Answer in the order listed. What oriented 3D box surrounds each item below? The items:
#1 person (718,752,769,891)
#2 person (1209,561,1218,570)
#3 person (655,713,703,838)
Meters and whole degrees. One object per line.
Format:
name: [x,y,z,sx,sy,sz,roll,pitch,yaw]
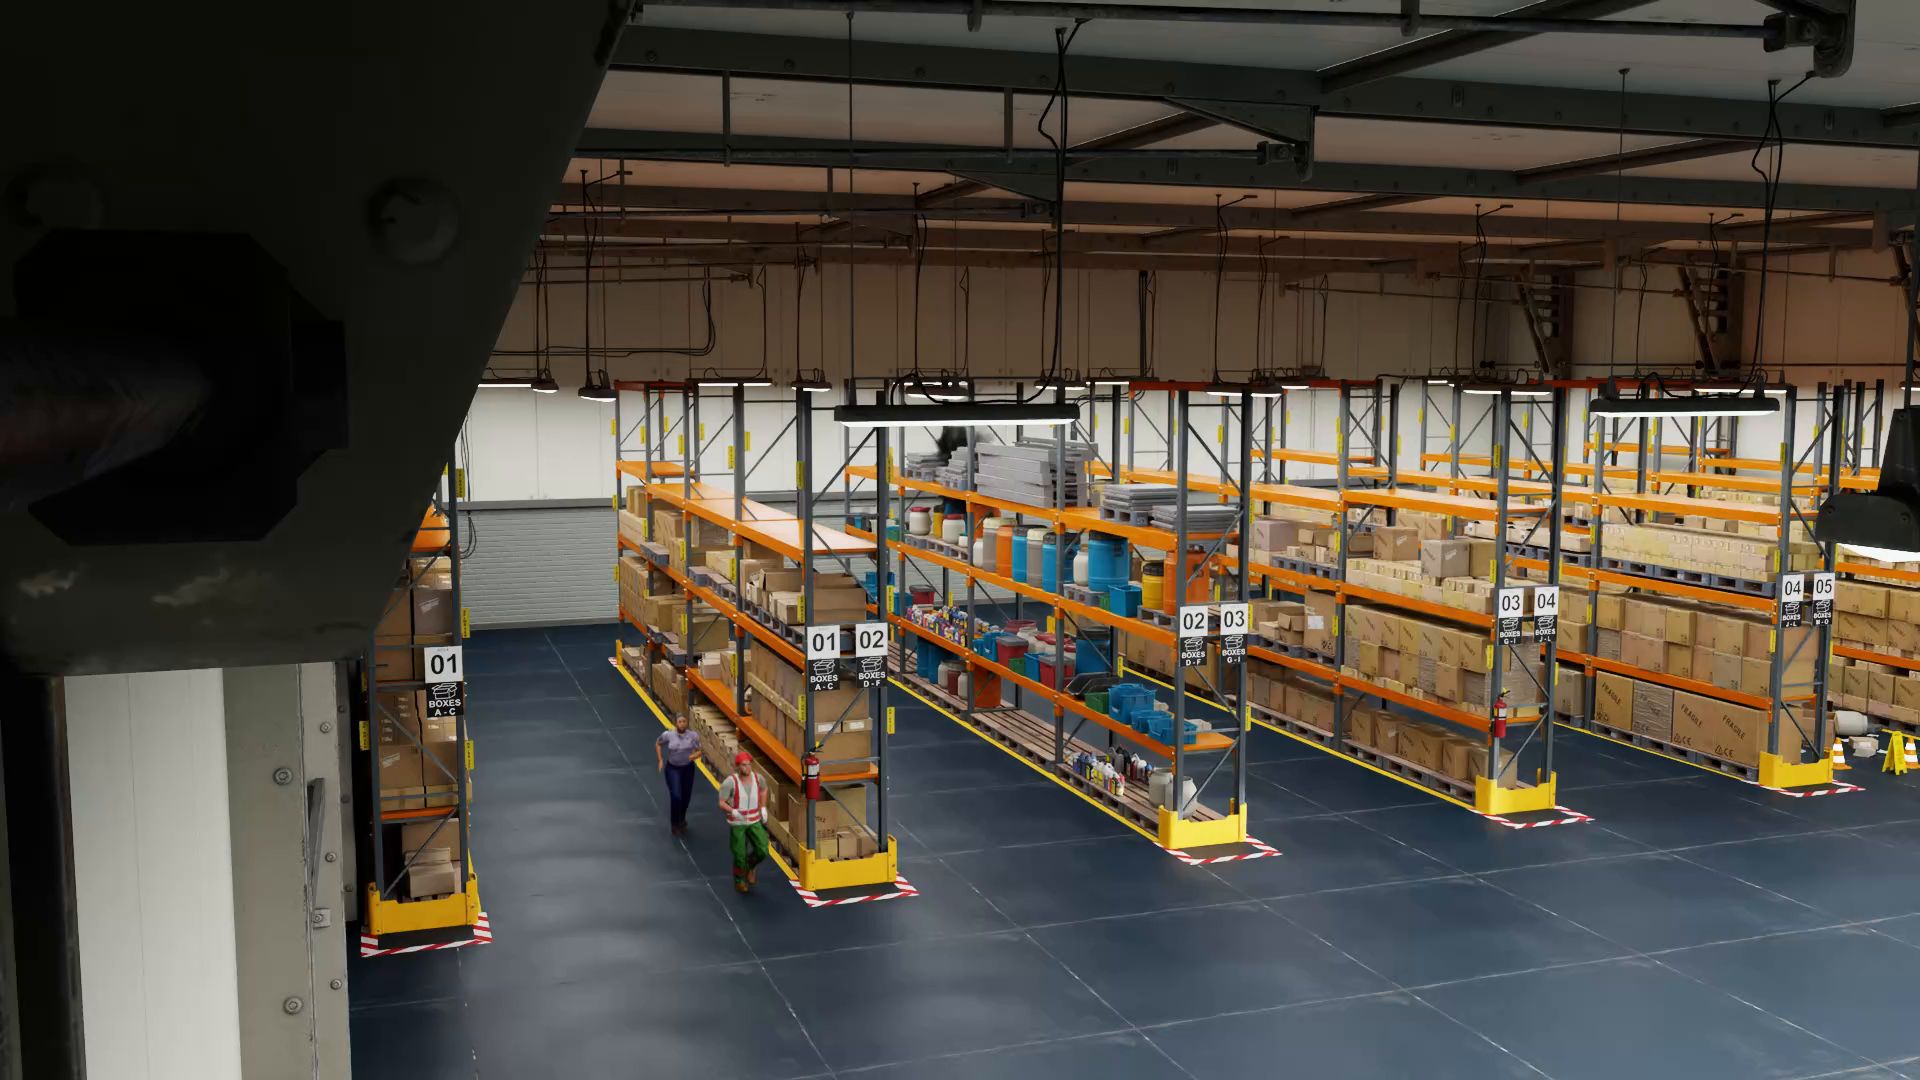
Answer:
person: [-2.542,3.374,19.828,0.673,1.729,0.664,-3,7,-27]
person: [6.165,1.177,40.757,0.877,1.649,0.640,-5,8,-41]
person: [-3.764,3.158,22.414,0.570,1.688,0.783,-3,7,-24]
